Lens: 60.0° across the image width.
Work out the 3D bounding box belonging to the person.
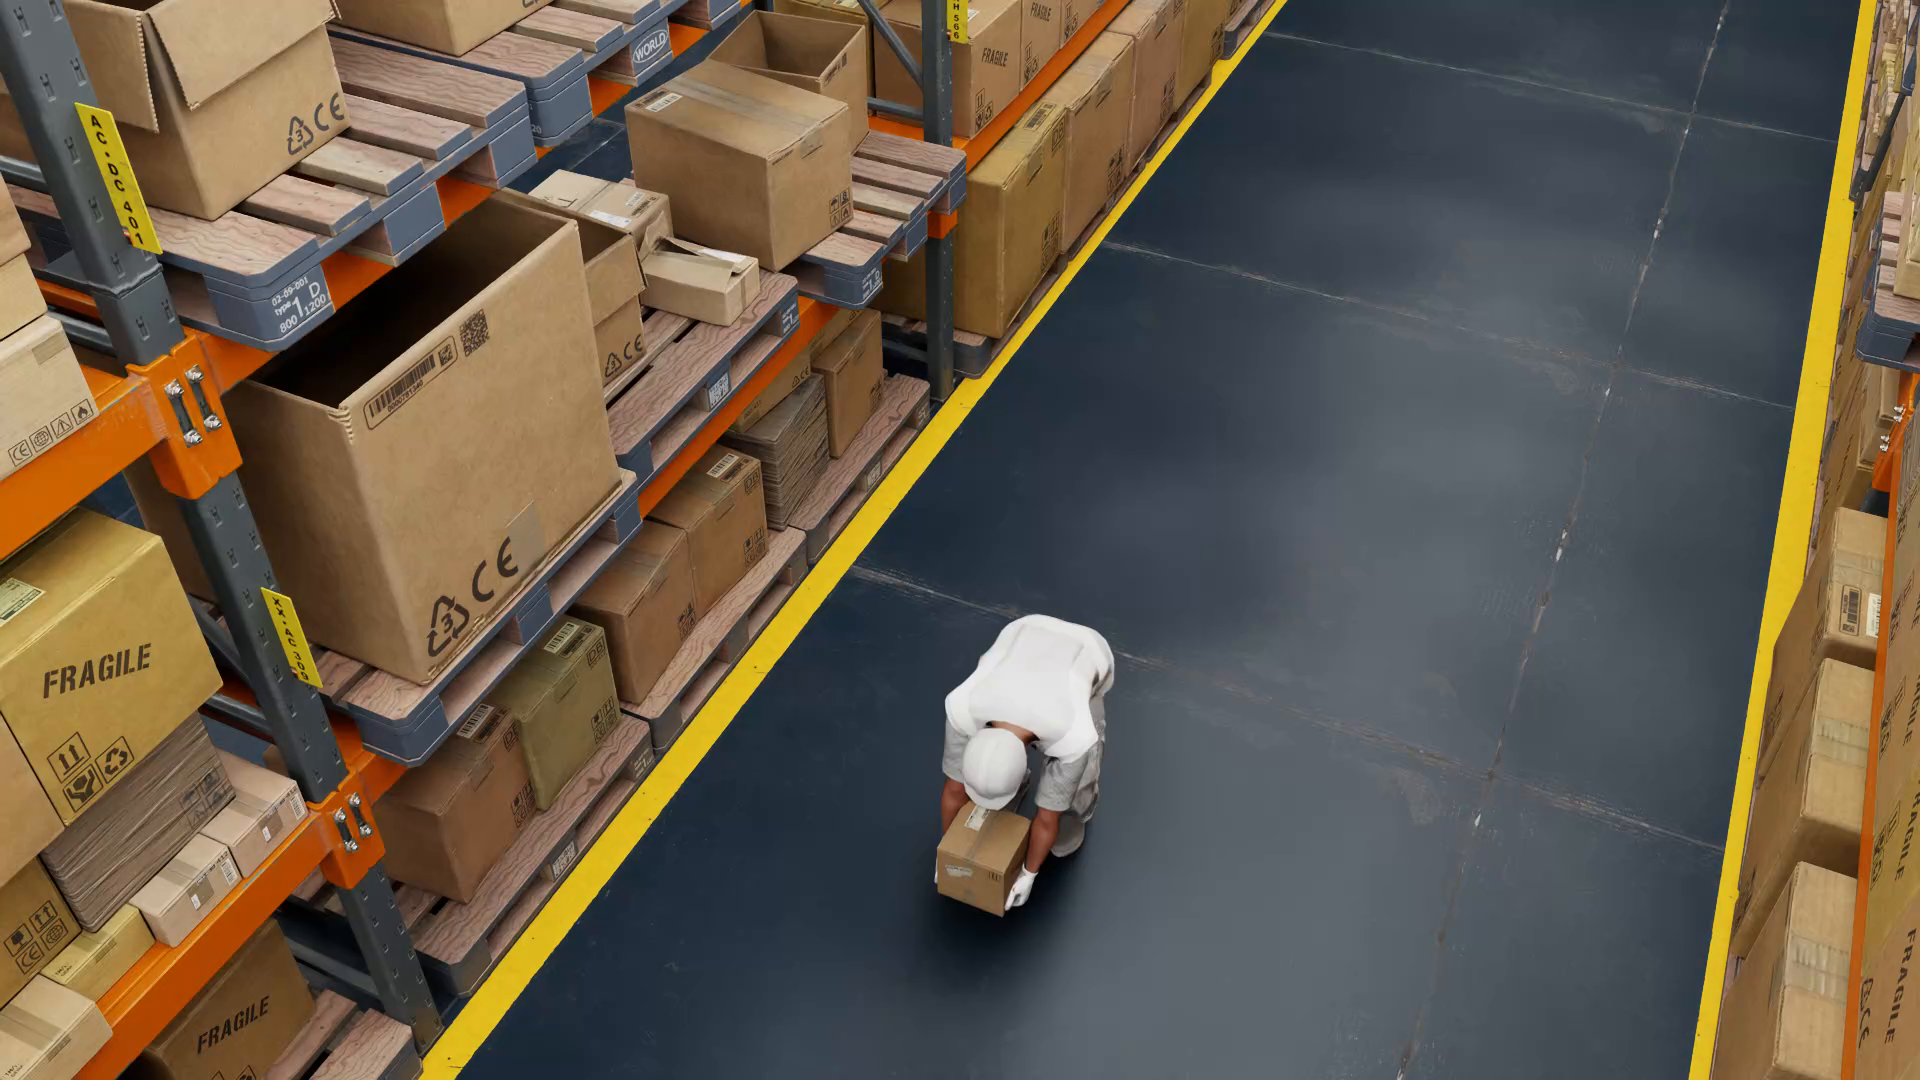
[{"bbox_3d":[0.242,0.777,5.866,0.547,0.993,0.966,16,44,17],"label":"person"}]
